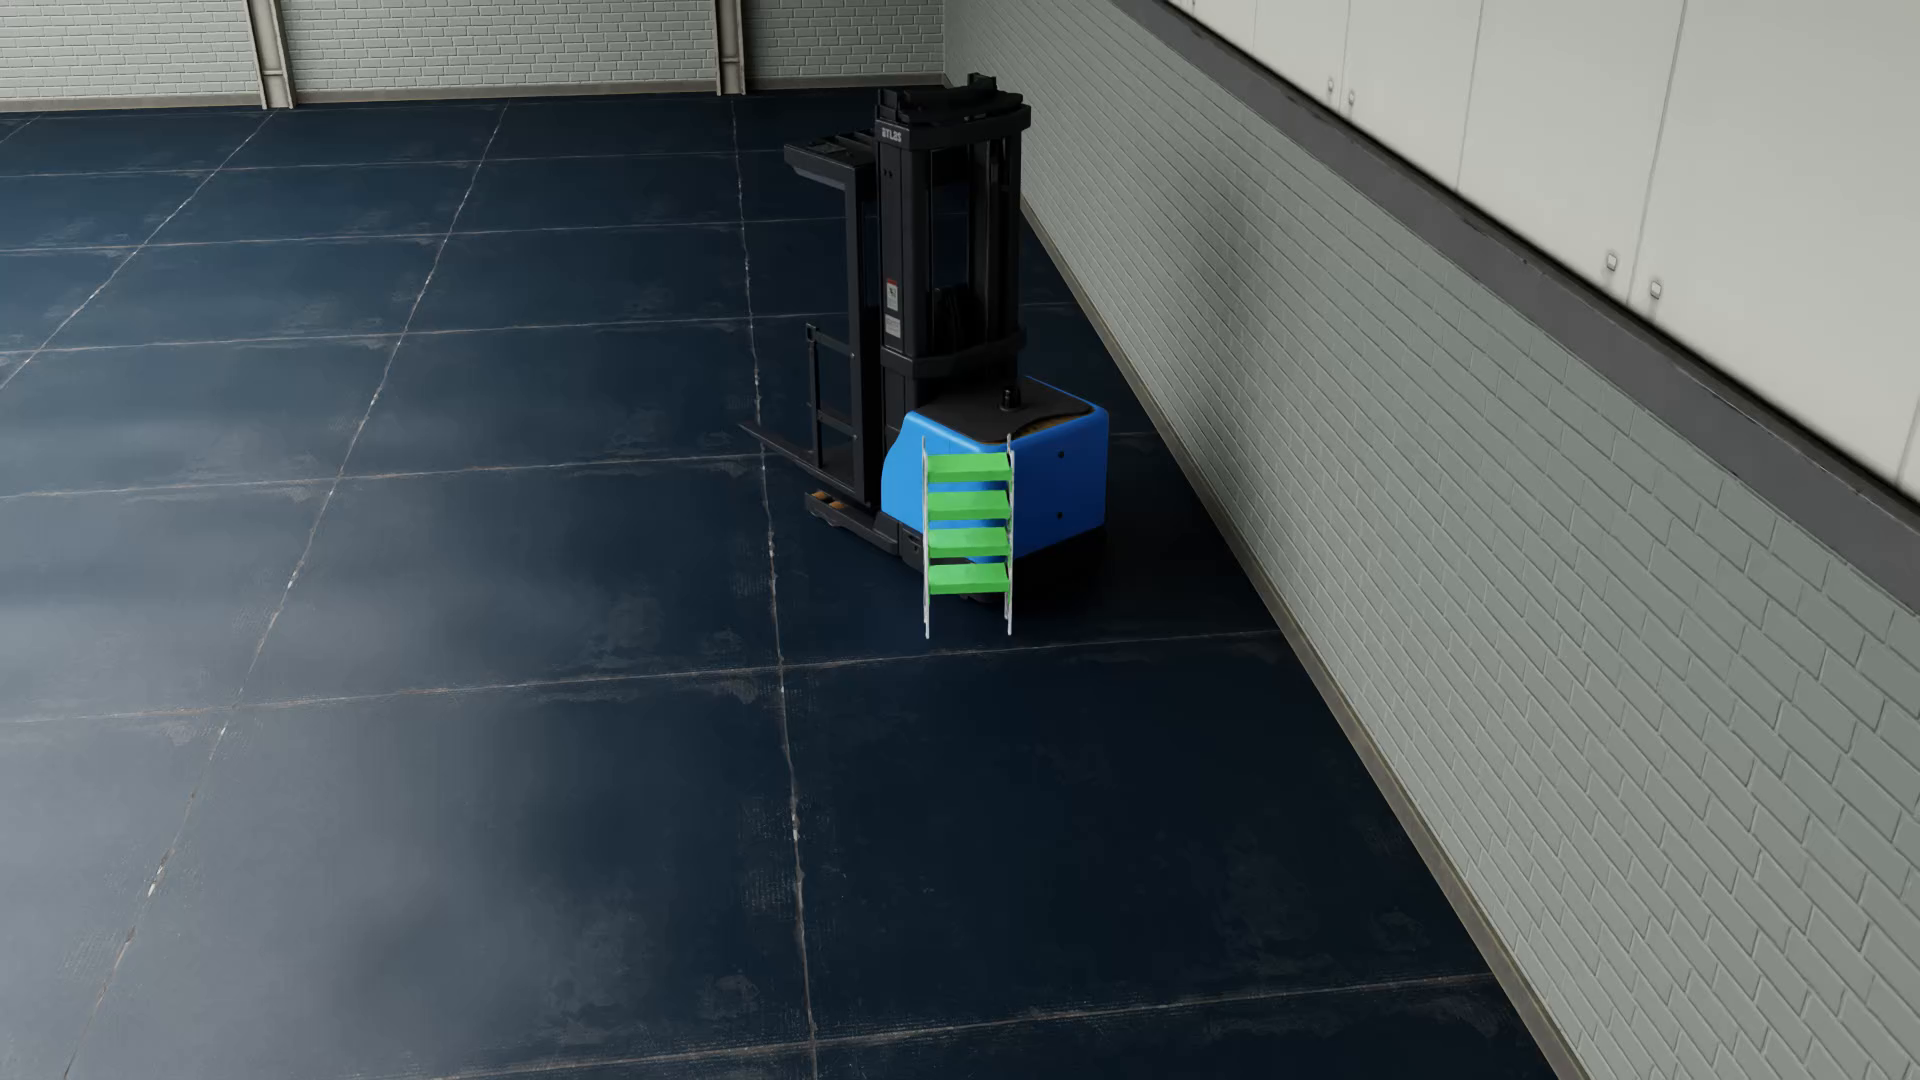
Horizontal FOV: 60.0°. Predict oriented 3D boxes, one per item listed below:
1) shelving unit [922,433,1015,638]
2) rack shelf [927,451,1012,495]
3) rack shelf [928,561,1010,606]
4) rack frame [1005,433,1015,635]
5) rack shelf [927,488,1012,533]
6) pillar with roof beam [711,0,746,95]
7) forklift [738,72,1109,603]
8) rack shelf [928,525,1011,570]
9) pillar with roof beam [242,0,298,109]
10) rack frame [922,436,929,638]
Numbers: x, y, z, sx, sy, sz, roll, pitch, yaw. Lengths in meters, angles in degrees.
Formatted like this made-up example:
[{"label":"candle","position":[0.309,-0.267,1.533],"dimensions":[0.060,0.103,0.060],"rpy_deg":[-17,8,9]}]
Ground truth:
[{"label":"shelving unit","position":[0.045,-0.015,9.664],"dimensions":[0.503,1.200,0.258],"rpy_deg":[-2,28,-4]},{"label":"rack shelf","position":[0.045,-0.383,9.471],"dimensions":[0.480,0.148,0.258],"rpy_deg":[-2,28,-4]},{"label":"rack shelf","position":[0.045,0.254,9.805],"dimensions":[0.480,0.148,0.258],"rpy_deg":[-2,28,-4]},{"label":"rack frame","position":[0.288,-0.023,9.681],"dimensions":[0.015,1.200,0.240],"rpy_deg":[-2,28,-4]},{"label":"rack shelf","position":[0.045,-0.171,9.582],"dimensions":[0.480,0.148,0.258],"rpy_deg":[-2,28,-4]},{"label":"pillar with roof beam","position":[-2.565,-8.256,17.186],"dimensions":[0.400,9.000,9.100],"rpy_deg":[-4,27,-7]},{"label":"forklift","position":[-0.396,-1.523,10.711],"dimensions":[1.130,2.935,3.031],"rpy_deg":[-21,34,-35]},{"label":"rack shelf","position":[0.045,0.042,9.694],"dimensions":[0.480,0.148,0.258],"rpy_deg":[-2,28,-4]},{"label":"pillar with roof beam","position":[-8.506,-7.875,16.442],"dimensions":[0.400,9.000,9.100],"rpy_deg":[-4,27,-7]},{"label":"rack frame","position":[-0.198,-0.006,9.647],"dimensions":[0.015,1.200,0.240],"rpy_deg":[-2,28,-4]}]
